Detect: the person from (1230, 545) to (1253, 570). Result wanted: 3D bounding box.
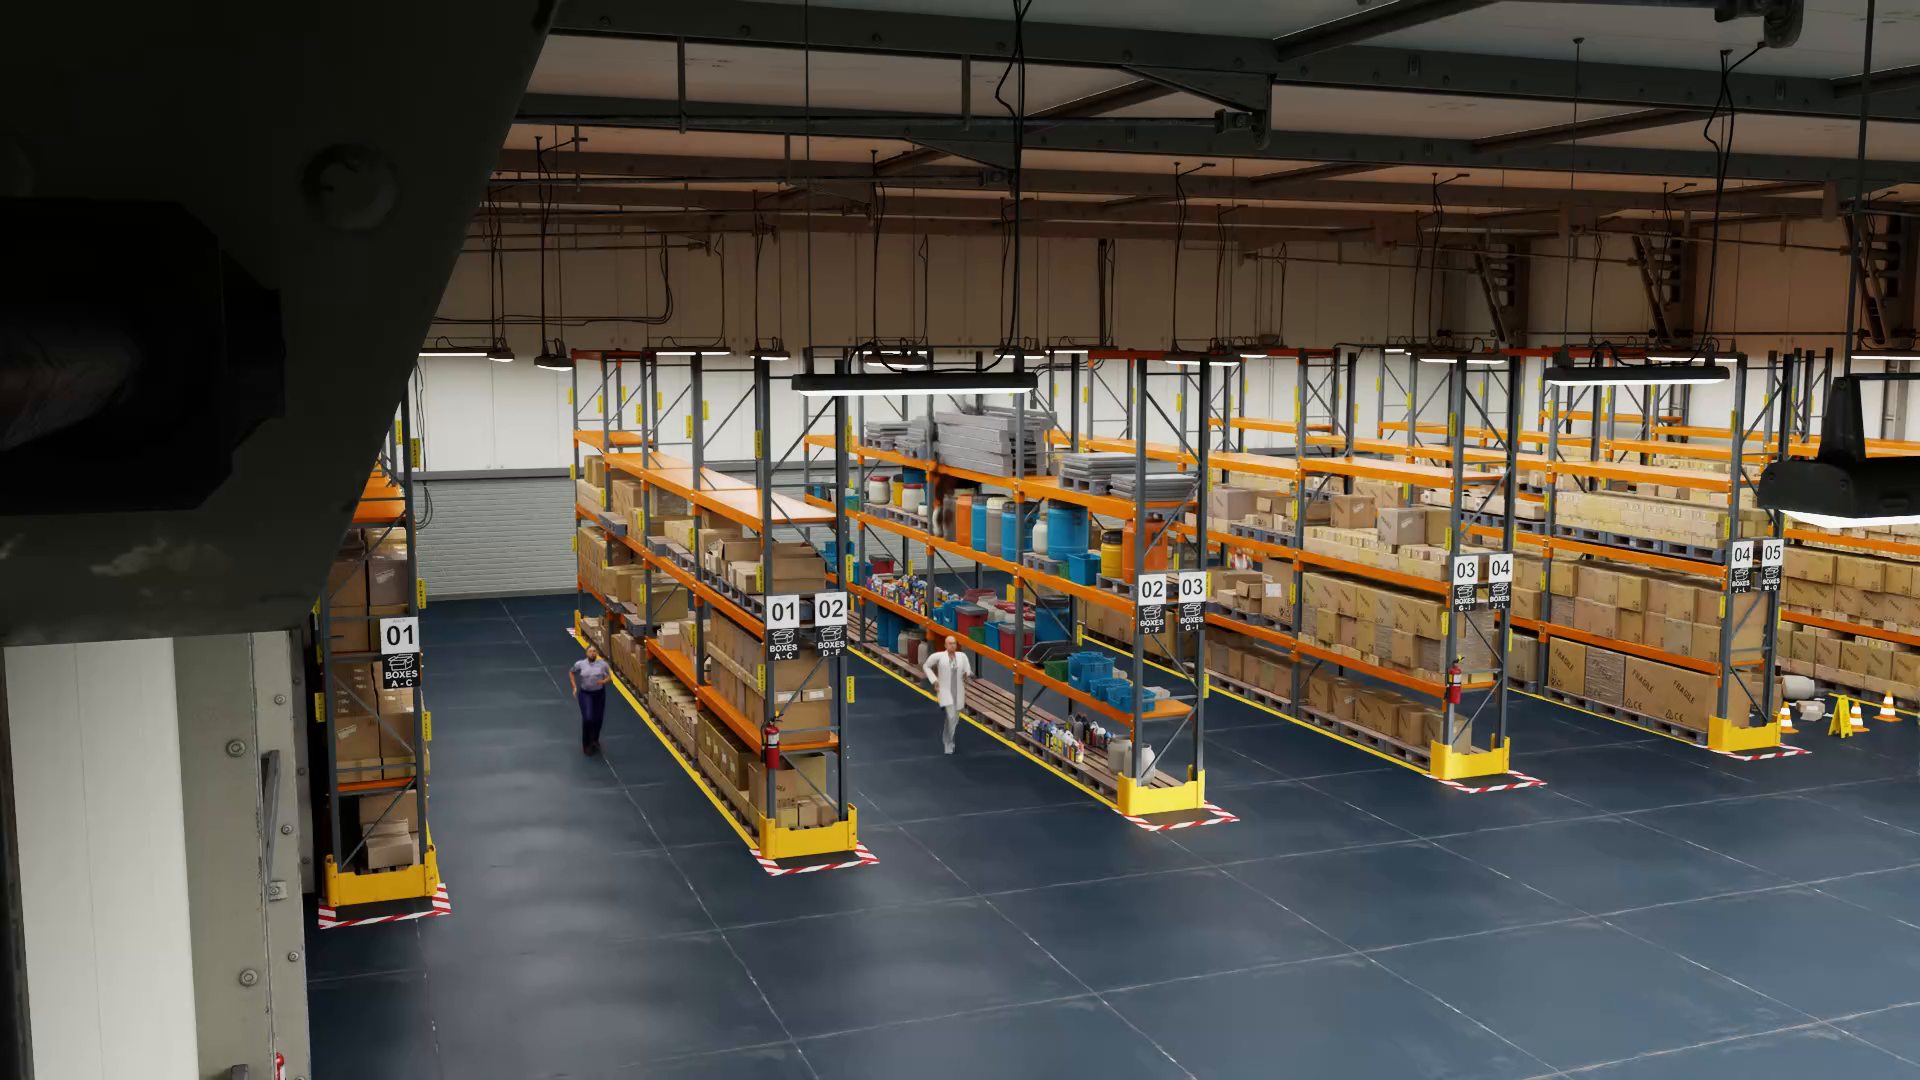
[{"bbox_3d":[6.092,0.942,36.246,0.639,1.794,0.915,-2,7,-14],"label":"person"}]

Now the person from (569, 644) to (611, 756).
[{"bbox_3d":[-5.557,2.409,25.124,0.575,1.689,0.699,-3,8,-25],"label":"person"}]

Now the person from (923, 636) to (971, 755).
[{"bbox_3d":[-0.142,2.350,25.120,0.698,1.811,0.747,-3,8,-22],"label":"person"}]
